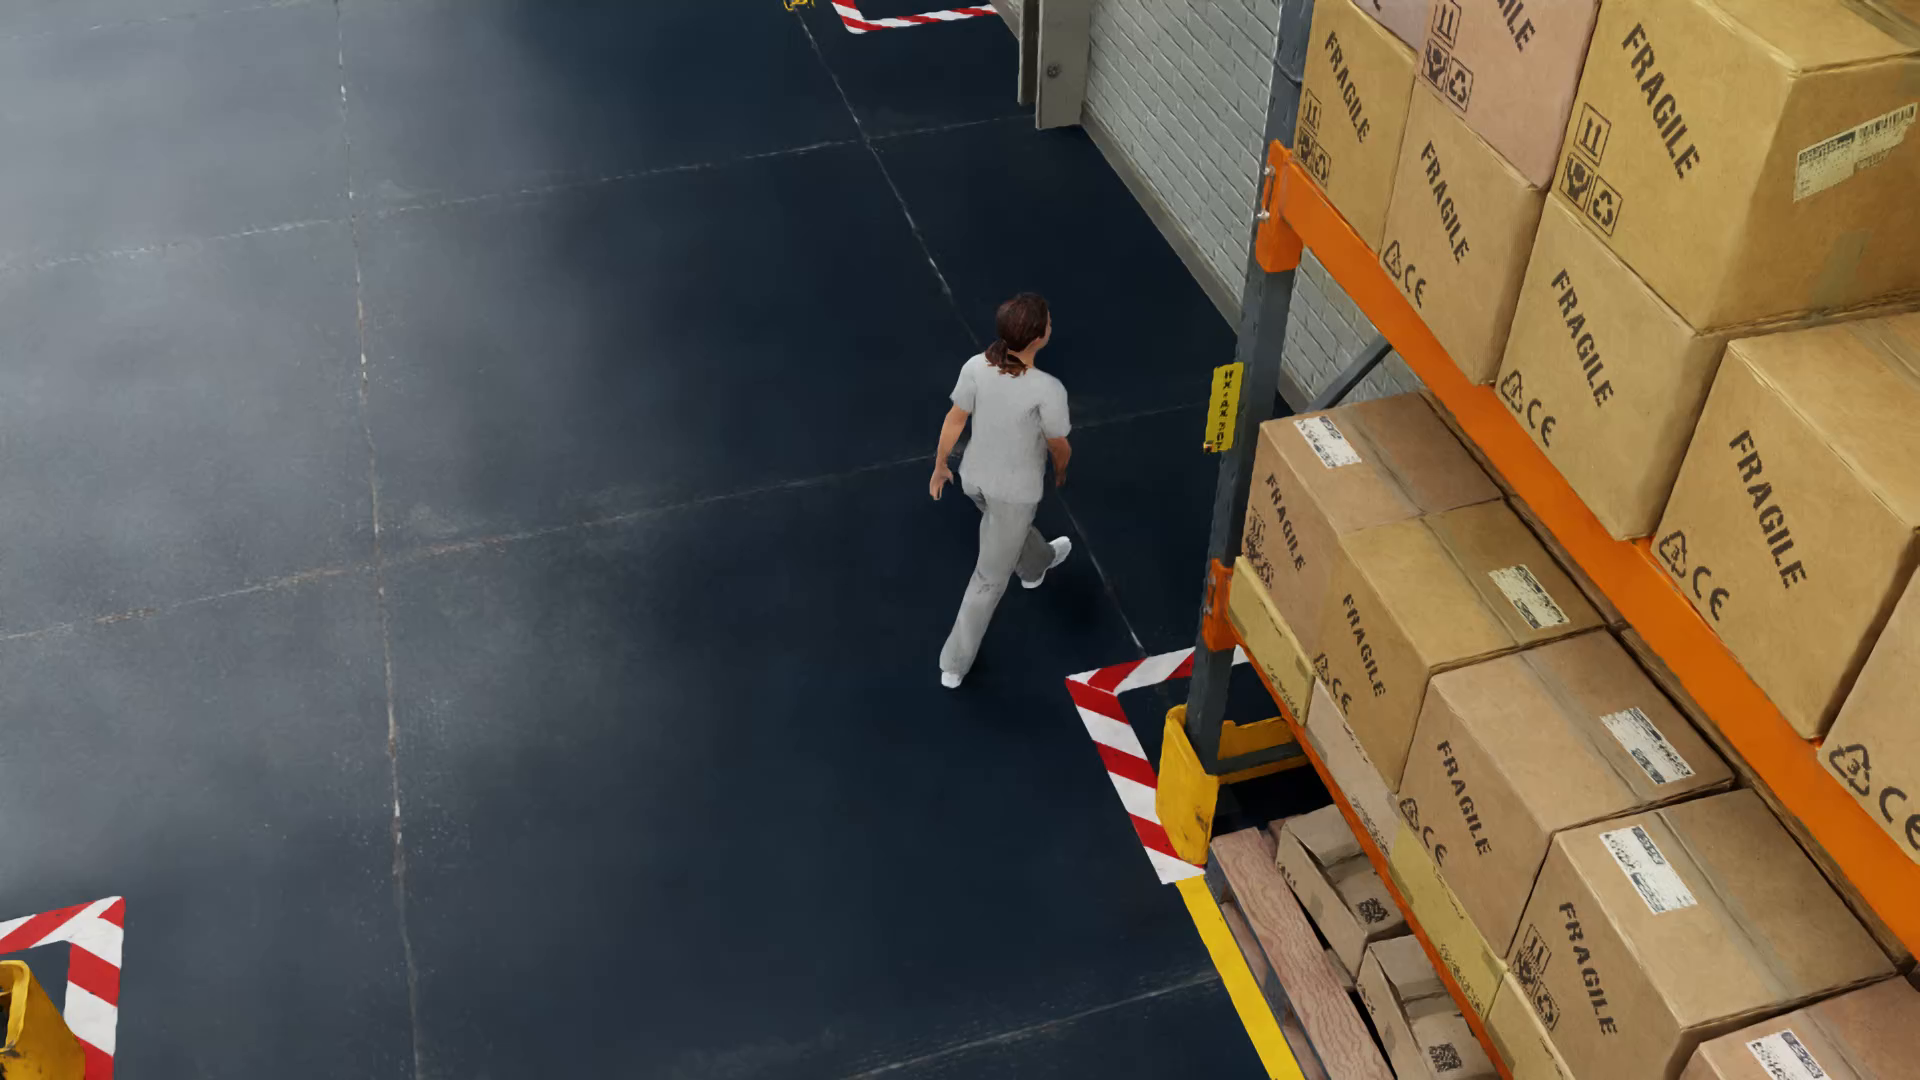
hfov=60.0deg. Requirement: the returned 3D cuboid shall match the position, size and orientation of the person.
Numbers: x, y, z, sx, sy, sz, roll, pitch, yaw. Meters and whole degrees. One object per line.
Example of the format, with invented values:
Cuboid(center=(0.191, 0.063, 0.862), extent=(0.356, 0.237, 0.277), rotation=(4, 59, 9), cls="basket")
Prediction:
Cuboid(center=(0.211, -0.255, 6.439), extent=(0.953, 1.619, 0.470), rotation=(-33, 52, -31), cls="person")
